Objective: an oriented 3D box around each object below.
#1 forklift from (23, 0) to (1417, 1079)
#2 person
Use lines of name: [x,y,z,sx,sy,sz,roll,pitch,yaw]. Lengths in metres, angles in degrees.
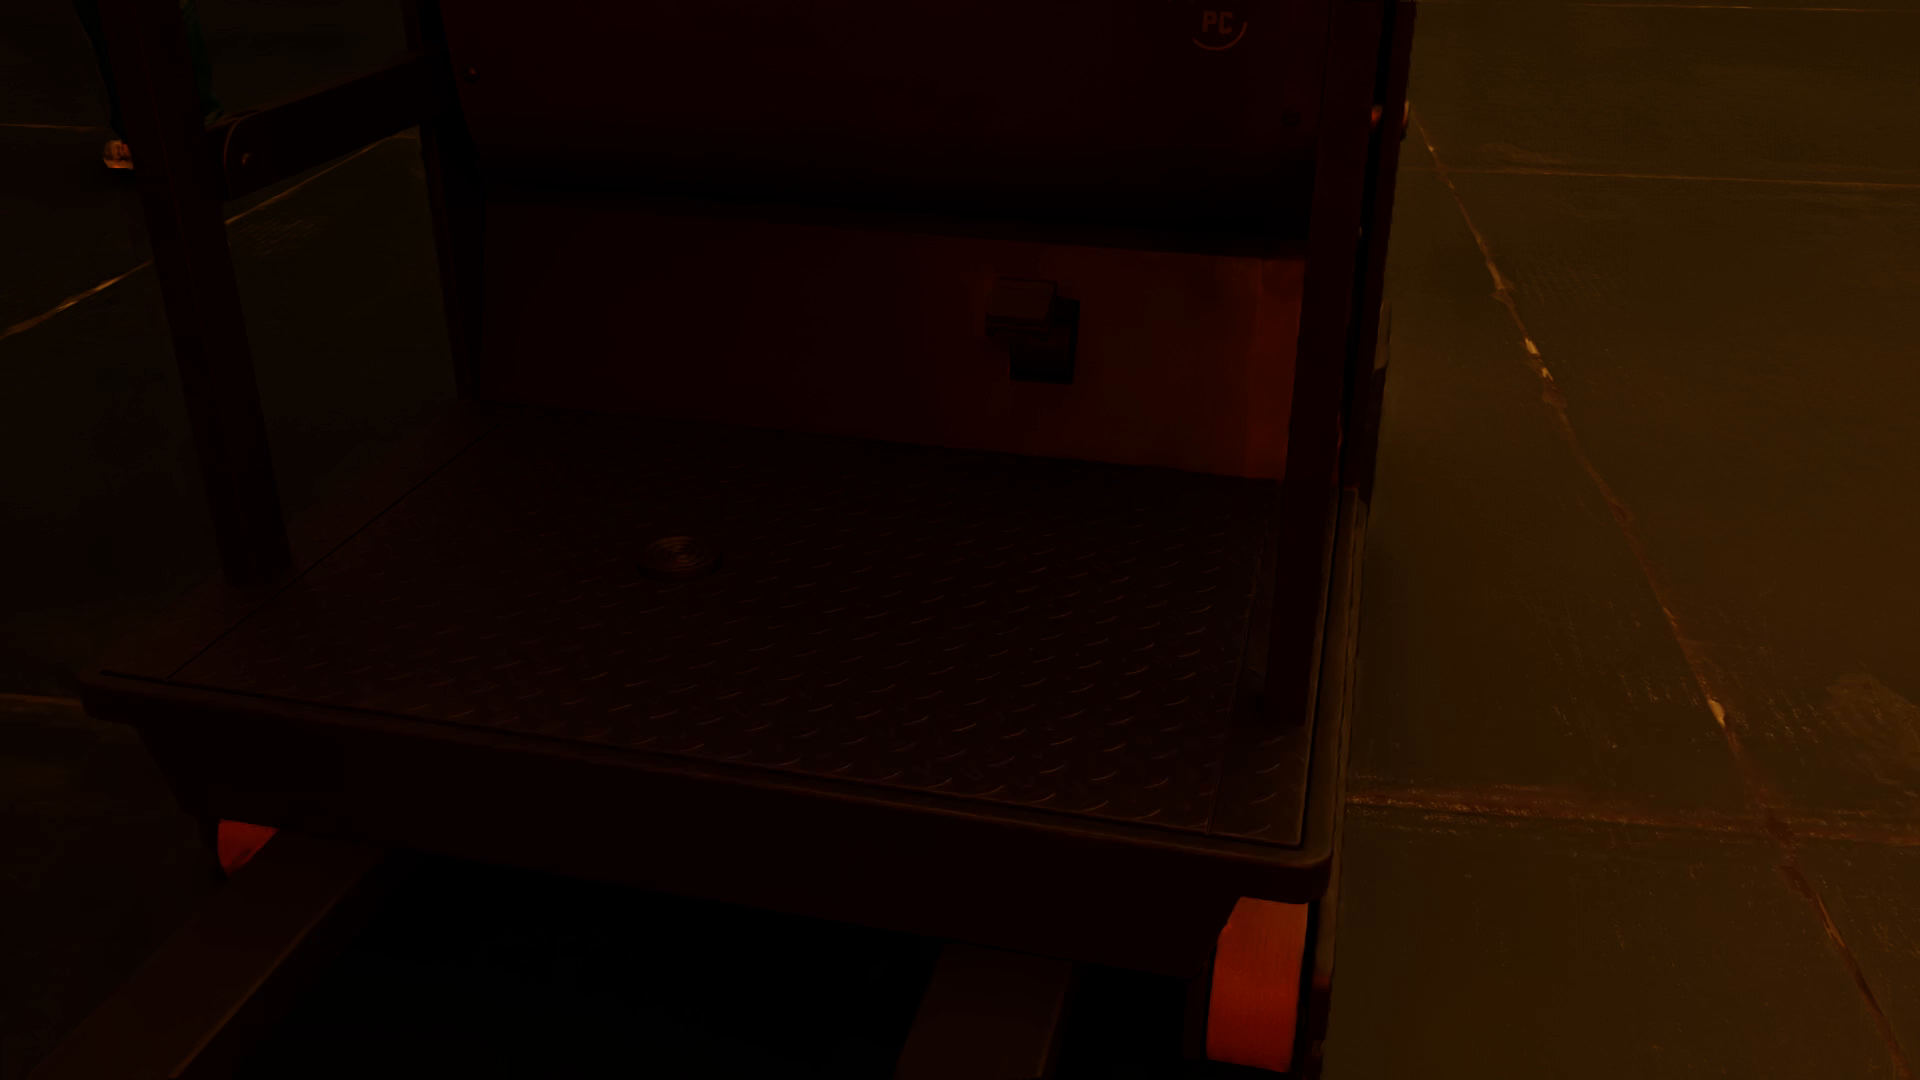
forklift: [-0.140,-1.016,1.253,1.130,2.935,3.031,6,27,13]
person: [-2.197,-1.721,4.150,0.520,1.593,0.474,-23,34,-38]
